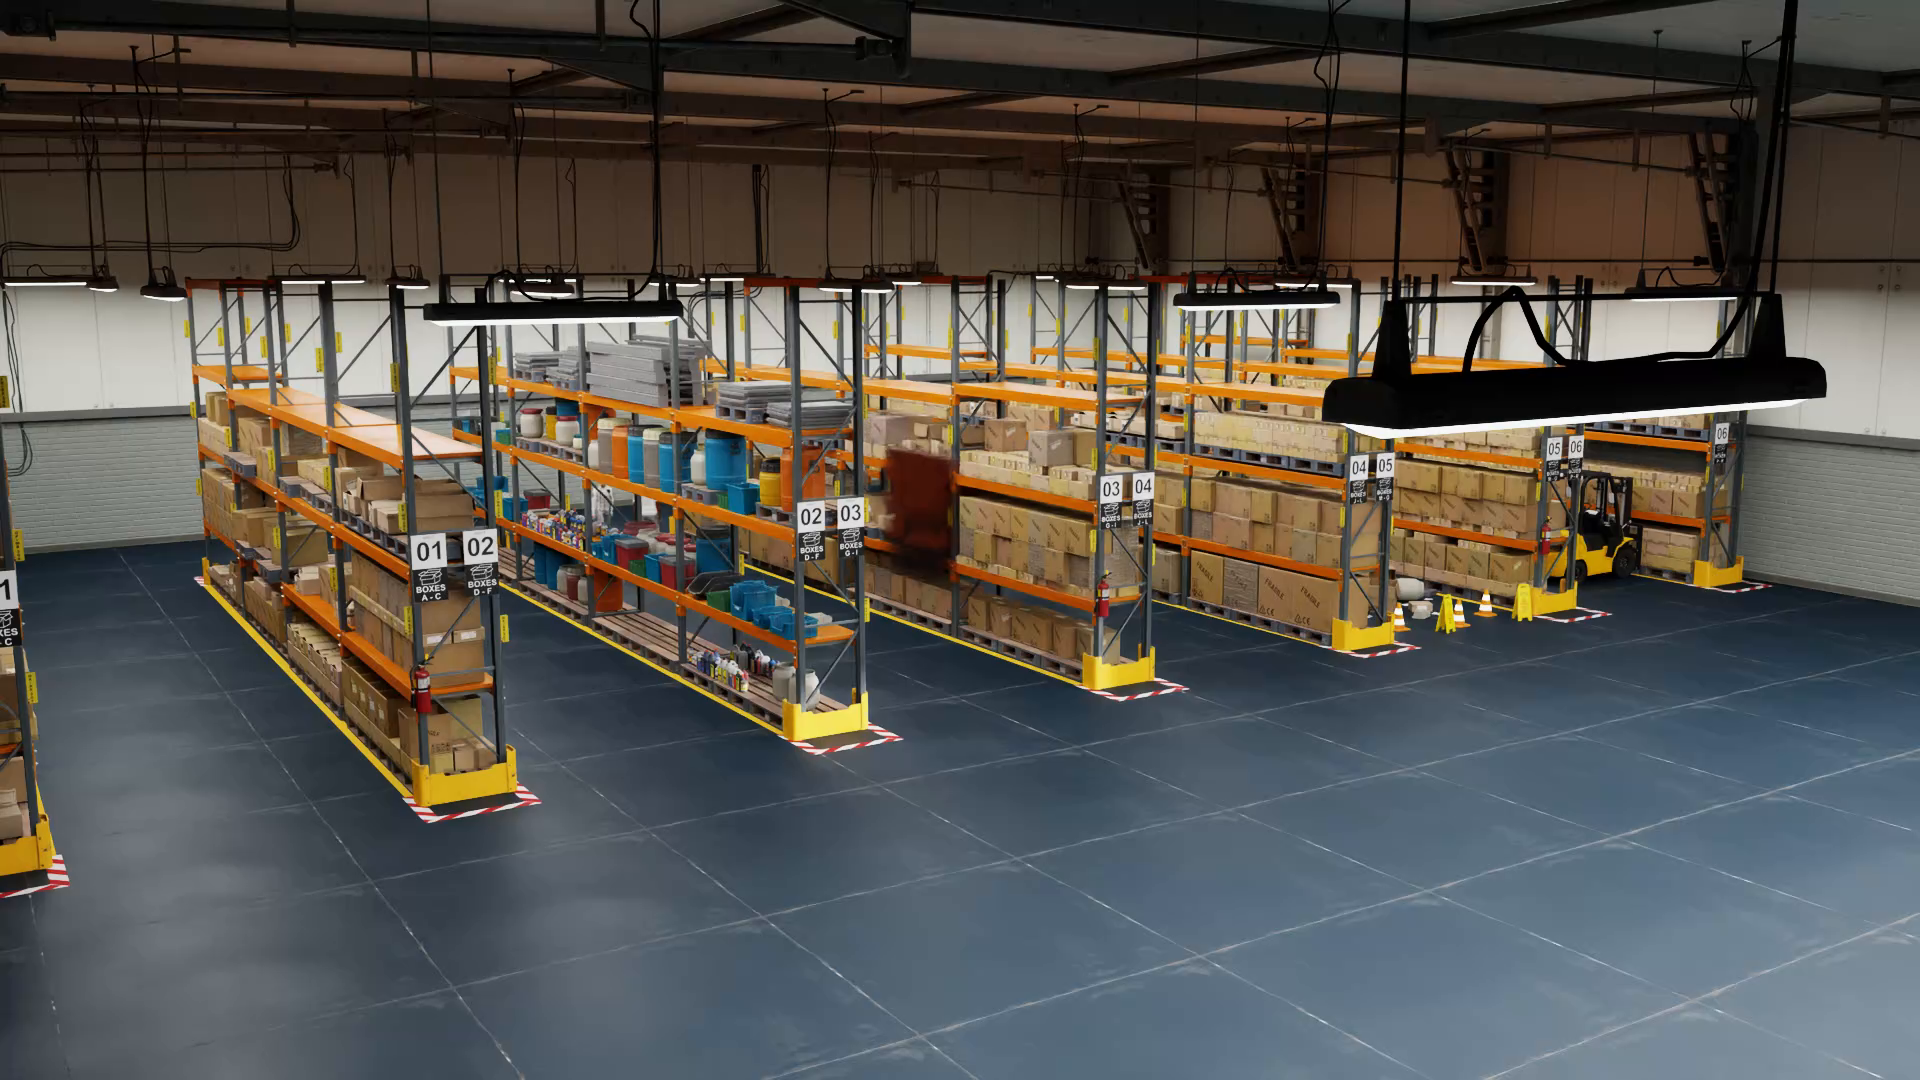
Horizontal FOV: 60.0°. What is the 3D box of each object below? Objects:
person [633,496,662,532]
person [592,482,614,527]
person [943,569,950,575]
[{"bbox_3d":[-6.747,-0.530,35.879,0.610,1.767,0.490,0,10,-1],"label":"person"},{"bbox_3d":[-7.961,-0.673,37.015,0.492,1.628,0.855,-7,12,-34],"label":"person"},{"bbox_3d":[0.044,0.039,33.076,0.482,1.427,1.045,-6,11,-33],"label":"person"}]
